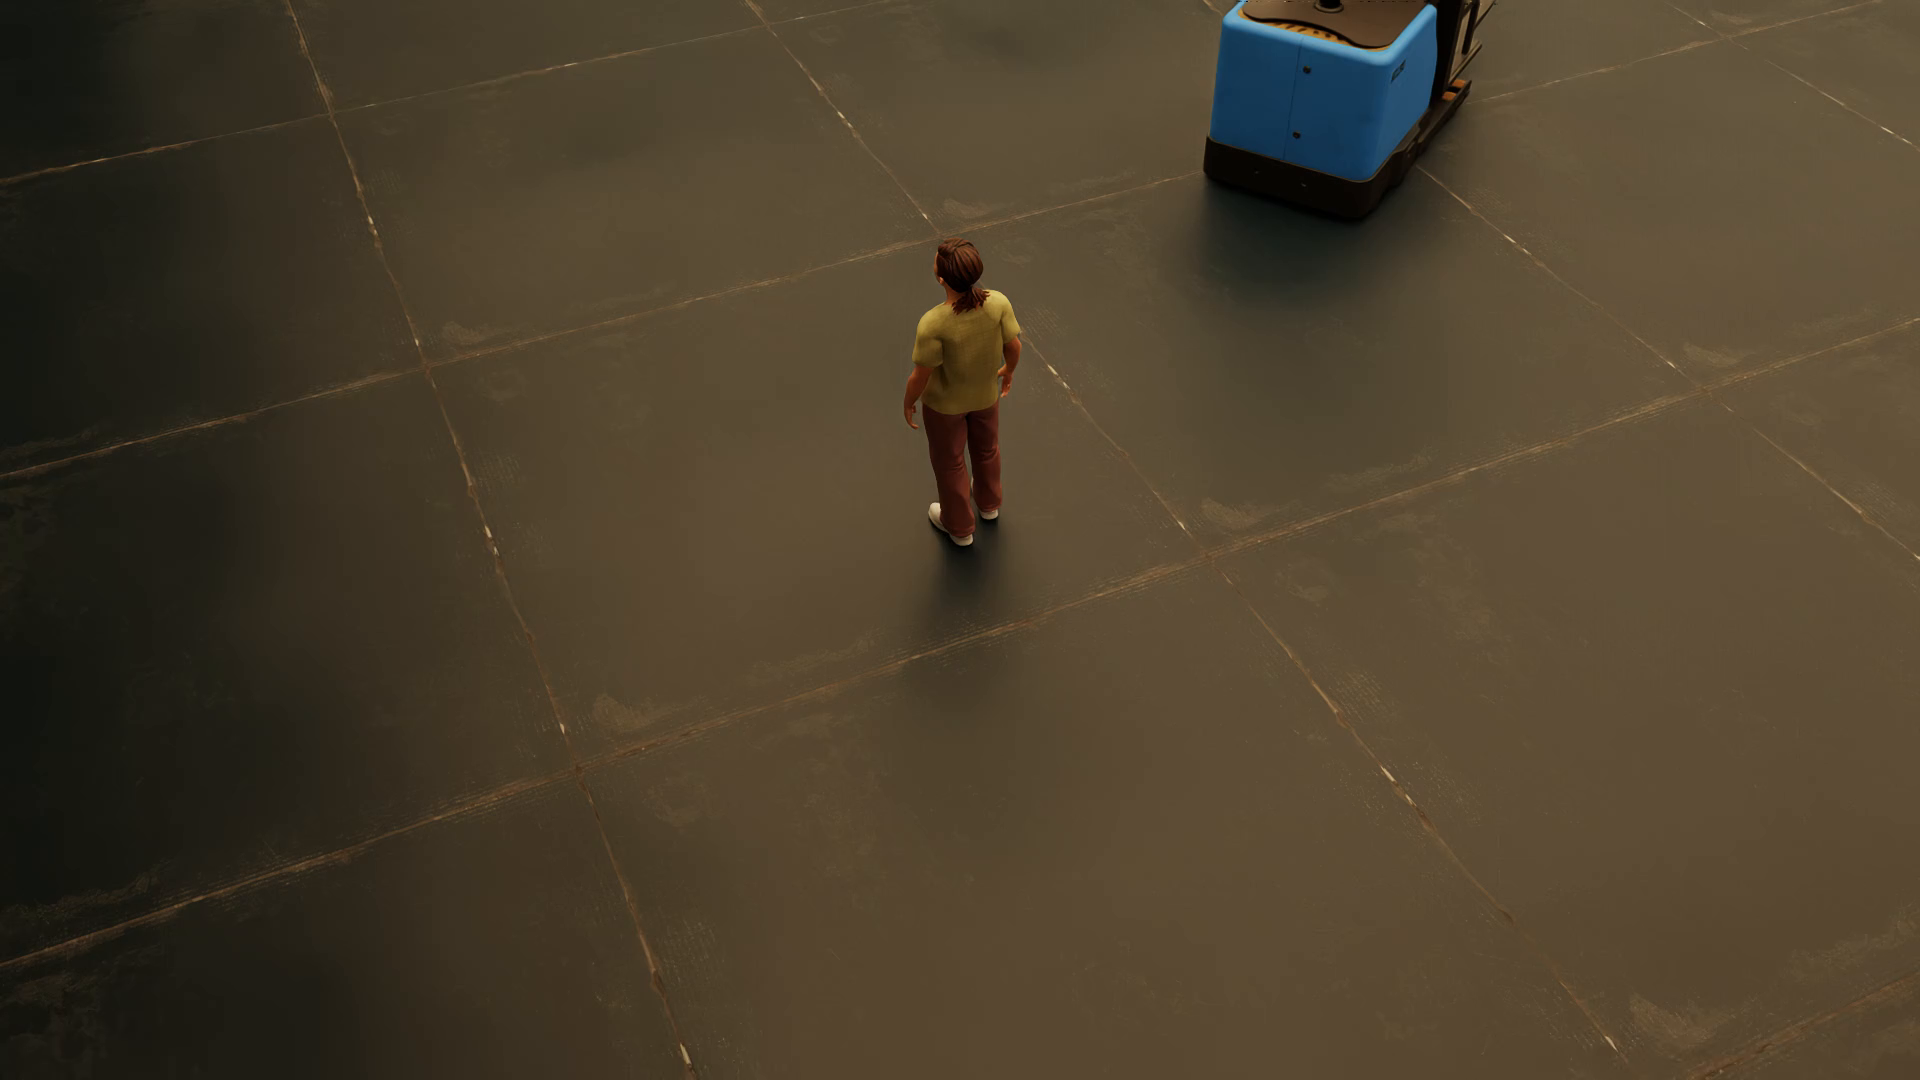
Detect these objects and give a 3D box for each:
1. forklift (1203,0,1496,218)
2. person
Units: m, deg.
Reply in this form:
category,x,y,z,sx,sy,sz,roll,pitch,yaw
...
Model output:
category,x,y,z,sx,sy,sz,roll,pitch,yaw
forklift,2.675,-3.949,9.912,1.130,2.935,3.031,22,47,22
person,-0.021,-0.663,7.308,0.553,1.663,0.548,-18,46,-18
